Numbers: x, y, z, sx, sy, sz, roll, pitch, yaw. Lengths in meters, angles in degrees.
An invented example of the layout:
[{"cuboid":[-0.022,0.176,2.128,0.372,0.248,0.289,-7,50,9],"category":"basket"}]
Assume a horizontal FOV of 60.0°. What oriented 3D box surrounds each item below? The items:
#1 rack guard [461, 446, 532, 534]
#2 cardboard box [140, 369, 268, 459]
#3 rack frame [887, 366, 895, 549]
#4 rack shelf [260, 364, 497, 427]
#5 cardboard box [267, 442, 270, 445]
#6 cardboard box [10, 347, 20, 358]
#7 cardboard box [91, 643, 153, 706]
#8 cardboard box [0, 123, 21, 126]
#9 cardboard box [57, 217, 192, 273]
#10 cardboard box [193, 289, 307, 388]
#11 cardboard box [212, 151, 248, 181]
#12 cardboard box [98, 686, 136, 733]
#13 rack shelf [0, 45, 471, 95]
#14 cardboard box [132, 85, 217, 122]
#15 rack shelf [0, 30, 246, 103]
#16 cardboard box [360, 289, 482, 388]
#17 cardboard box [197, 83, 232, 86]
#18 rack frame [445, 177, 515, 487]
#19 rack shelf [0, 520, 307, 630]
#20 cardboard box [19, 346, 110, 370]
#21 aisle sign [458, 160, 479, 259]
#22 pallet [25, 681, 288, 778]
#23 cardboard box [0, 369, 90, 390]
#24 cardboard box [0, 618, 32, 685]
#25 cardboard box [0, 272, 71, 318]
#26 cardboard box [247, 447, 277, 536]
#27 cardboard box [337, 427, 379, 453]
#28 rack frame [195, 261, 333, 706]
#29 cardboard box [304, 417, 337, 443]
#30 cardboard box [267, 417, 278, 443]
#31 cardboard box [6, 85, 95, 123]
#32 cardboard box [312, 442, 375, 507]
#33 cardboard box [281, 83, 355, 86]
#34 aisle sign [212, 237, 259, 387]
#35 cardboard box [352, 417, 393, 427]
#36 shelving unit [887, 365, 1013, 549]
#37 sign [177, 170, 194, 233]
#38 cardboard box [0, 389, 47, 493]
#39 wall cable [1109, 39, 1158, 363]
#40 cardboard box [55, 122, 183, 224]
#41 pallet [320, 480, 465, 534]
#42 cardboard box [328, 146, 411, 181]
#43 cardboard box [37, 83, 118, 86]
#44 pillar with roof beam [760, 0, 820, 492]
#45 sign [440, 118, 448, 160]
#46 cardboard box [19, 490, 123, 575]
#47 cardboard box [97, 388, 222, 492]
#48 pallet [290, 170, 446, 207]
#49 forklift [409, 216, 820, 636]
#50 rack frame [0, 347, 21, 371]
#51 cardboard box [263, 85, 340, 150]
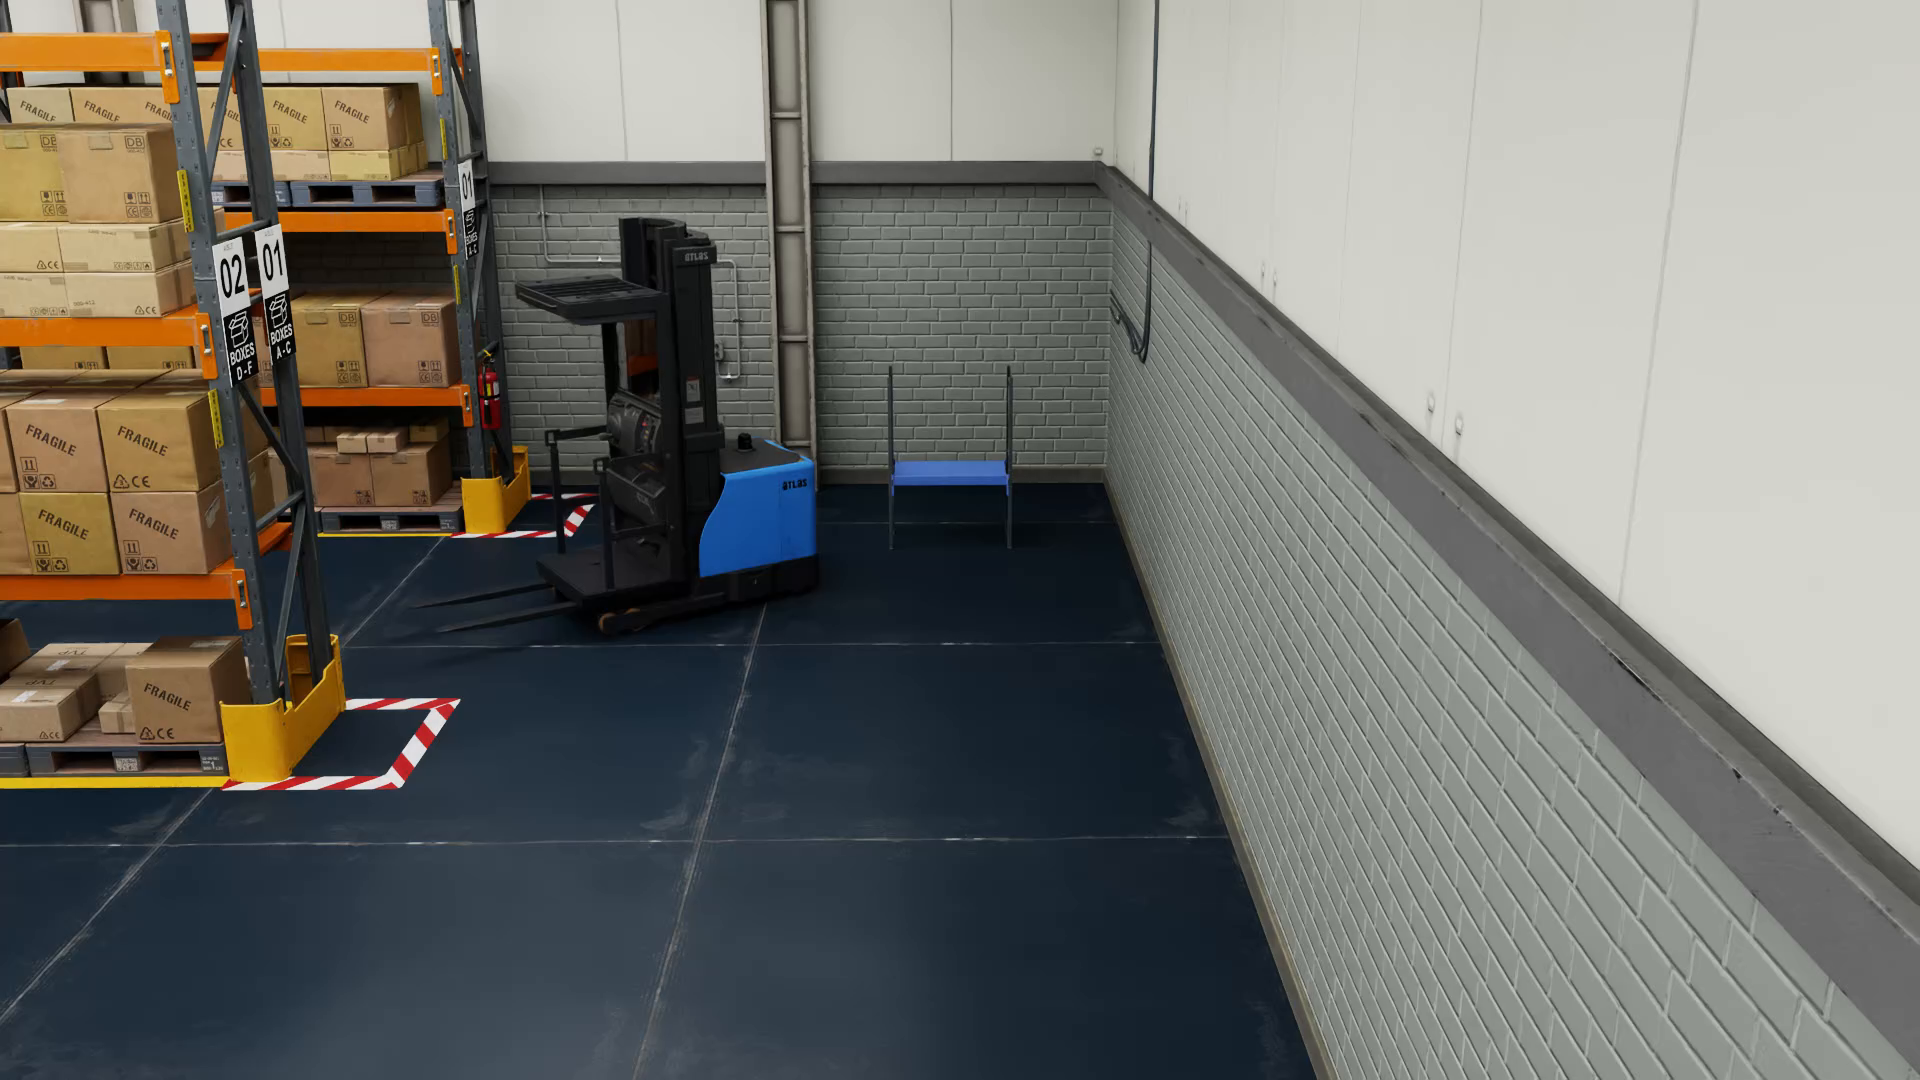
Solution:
[{"cuboid":[-4.228,-0.472,15.201,0.348,0.500,1.175,0,18,-1],"category":"rack guard"},{"cuboid":[-4.617,-0.751,10.179,0.500,0.500,0.500,0,18,1],"category":"cardboard box"},{"cuboid":[-0.594,-0.711,14.310,0.032,1.500,0.500,0,18,-1],"category":"rack frame"},{"cuboid":[-6.251,-1.310,14.898,4.000,0.370,1.077,0,18,-1],"category":"rack shelf"},{"cuboid":[-6.486,-0.628,15.000,0.500,0.500,0.700,0,18,0],"category":"cardboard box"},{"cuboid":[-8.715,-1.916,14.928,0.500,0.500,0.500,-1,18,-3],"category":"cardboard box"},{"cuboid":[-5.218,0.869,10.710,0.500,0.250,0.500,0,18,-1],"category":"cardboard box"},{"cuboid":[-5.683,-2.082,9.417,0.500,0.500,0.700,0,18,-1],"category":"cardboard box"},{"cuboid":[-4.679,-1.664,9.340,0.500,0.250,0.500,0,18,-1],"category":"cardboard box"},{"cuboid":[-6.251,-1.792,14.731,0.700,0.700,0.980,-1,18,-4],"category":"cardboard box"},{"cuboid":[-6.020,-3.175,14.019,0.500,0.250,0.500,-1,18,-3],"category":"cardboard box"},{"cuboid":[-5.116,1.043,10.305,0.250,0.166,0.380,0,18,-1],"category":"cardboard box"},{"cuboid":[-6.251,-3.976,14.043,4.000,0.370,1.077,0,18,-1],"category":"rack shelf"},{"cuboid":[-6.526,-3.531,13.899,0.500,0.500,0.500,0,18,-1],"category":"cardboard box"},{"cuboid":[-6.169,-2.652,9.266,4.000,0.370,1.077,0,18,-1],"category":"rack shelf"},{"cuboid":[-4.761,-1.800,14.756,0.700,0.700,0.980,1,18,2],"category":"cardboard box"},{"cuboid":[-6.517,-3.691,14.399,0.500,0.500,0.500,-1,18,-3],"category":"cardboard box"},{"cuboid":[-4.252,-1.662,14.819,0.127,3.000,1.000,0,18,-1],"category":"rack frame"},{"cuboid":[-6.169,0.203,10.182,4.000,0.370,1.077,0,18,-1],"category":"rack shelf"},{"cuboid":[-7.708,-1.783,14.705,0.700,0.700,0.980,0,18,0],"category":"cardboard box"},{"cuboid":[-4.175,-2.809,14.137,0.004,0.787,0.394,0,18,-1],"category":"aisle sign"},{"cuboid":[-5.043,1.183,10.514,1.213,0.211,1.003,0,18,-1],"category":"pallet"},{"cuboid":[-5.640,-0.746,10.161,0.500,0.500,0.500,0,18,0],"category":"cardboard box"},{"cuboid":[-6.291,0.839,10.390,0.637,0.503,0.797,0,18,-1],"category":"cardboard box"},{"cuboid":[-5.179,-1.424,9.411,0.500,0.250,0.500,0,18,-1],"category":"cardboard box"},{"cuboid":[-4.617,-0.275,10.331,0.500,0.500,0.500,0,18,0],"category":"cardboard box"},{"cuboid":[-5.331,-0.889,14.752,0.250,0.149,0.380,0,18,1],"category":"cardboard box"},{"cuboid":[-4.170,-0.149,10.102,0.127,3.000,1.000,0,18,-1],"category":"rack frame"},{"cuboid":[-5.839,-1.003,15.108,0.250,0.149,0.380,0,18,0],"category":"cardboard box"},{"cuboid":[-6.349,-1.001,15.100,0.250,0.149,0.380,-1,18,-2],"category":"cardboard box"},{"cuboid":[-7.534,-3.522,13.873,0.500,0.500,0.500,0,18,-1],"category":"cardboard box"},{"cuboid":[-5.450,-0.636,15.023,0.500,0.500,0.700,0,18,-1],"category":"cardboard box"},{"cuboid":[-5.514,-3.694,14.408,0.500,0.500,0.500,-1,18,-2],"category":"cardboard box"},{"cuboid":[-4.097,-1.294,9.415,0.004,0.787,0.394,0,18,-1],"category":"aisle sign"},{"cuboid":[-5.335,-1.006,15.115,0.250,0.149,0.380,0,18,-1],"category":"cardboard box"},{"cuboid":[-0.085,-0.714,14.317,1.048,1.500,0.538,0,18,-1],"category":"shelving unit"},{"cuboid":[-4.181,-1.830,8.980,0.005,0.325,0.100,0,18,-1],"category":"sign"},{"cuboid":[-5.634,-0.580,9.645,0.500,0.500,0.500,0,18,1],"category":"cardboard box"},{"cuboid":[1.409,-2.958,14.121,0.112,2.526,3.097,0,18,-1],"category":"wall cable"},{"cuboid":[-4.683,-2.094,9.453,0.500,0.500,0.700,0,18,-1],"category":"cardboard box"},{"cuboid":[-5.050,-0.307,15.158,1.213,0.211,1.003,0,18,-1],"category":"pallet"},{"cuboid":[-4.980,-3.182,14.040,0.500,0.250,0.500,0,18,1],"category":"cardboard box"},{"cuboid":[-7.556,-3.679,14.362,0.500,0.500,0.500,0,18,-1],"category":"cardboard box"},{"cuboid":[-1.498,-3.481,10.668,0.400,9.000,9.100,0,18,-1],"category":"pillar with roof beam"},{"cuboid":[-4.257,-3.309,13.720,0.005,0.325,0.100,0,18,-1],"category":"sign"},{"cuboid":[-5.132,-0.108,9.810,0.500,0.500,0.500,0,18,0],"category":"cardboard box"},{"cuboid":[-4.610,-0.587,9.666,0.500,0.500,0.500,0,18,-1],"category":"cardboard box"},{"cuboid":[-4.993,-3.042,14.353,1.213,0.211,1.003,0,18,-1],"category":"pallet"},{"cuboid":[-2.632,-0.869,12.457,3.031,2.935,1.130,-11,21,-32],"category":"forklift"},{"cuboid":[-8.251,-1.643,14.759,0.127,3.000,1.000,0,18,-1],"category":"rack frame"},{"cuboid":[-5.480,-3.538,13.922,0.500,0.500,0.500,0,18,1],"category":"cardboard box"}]
